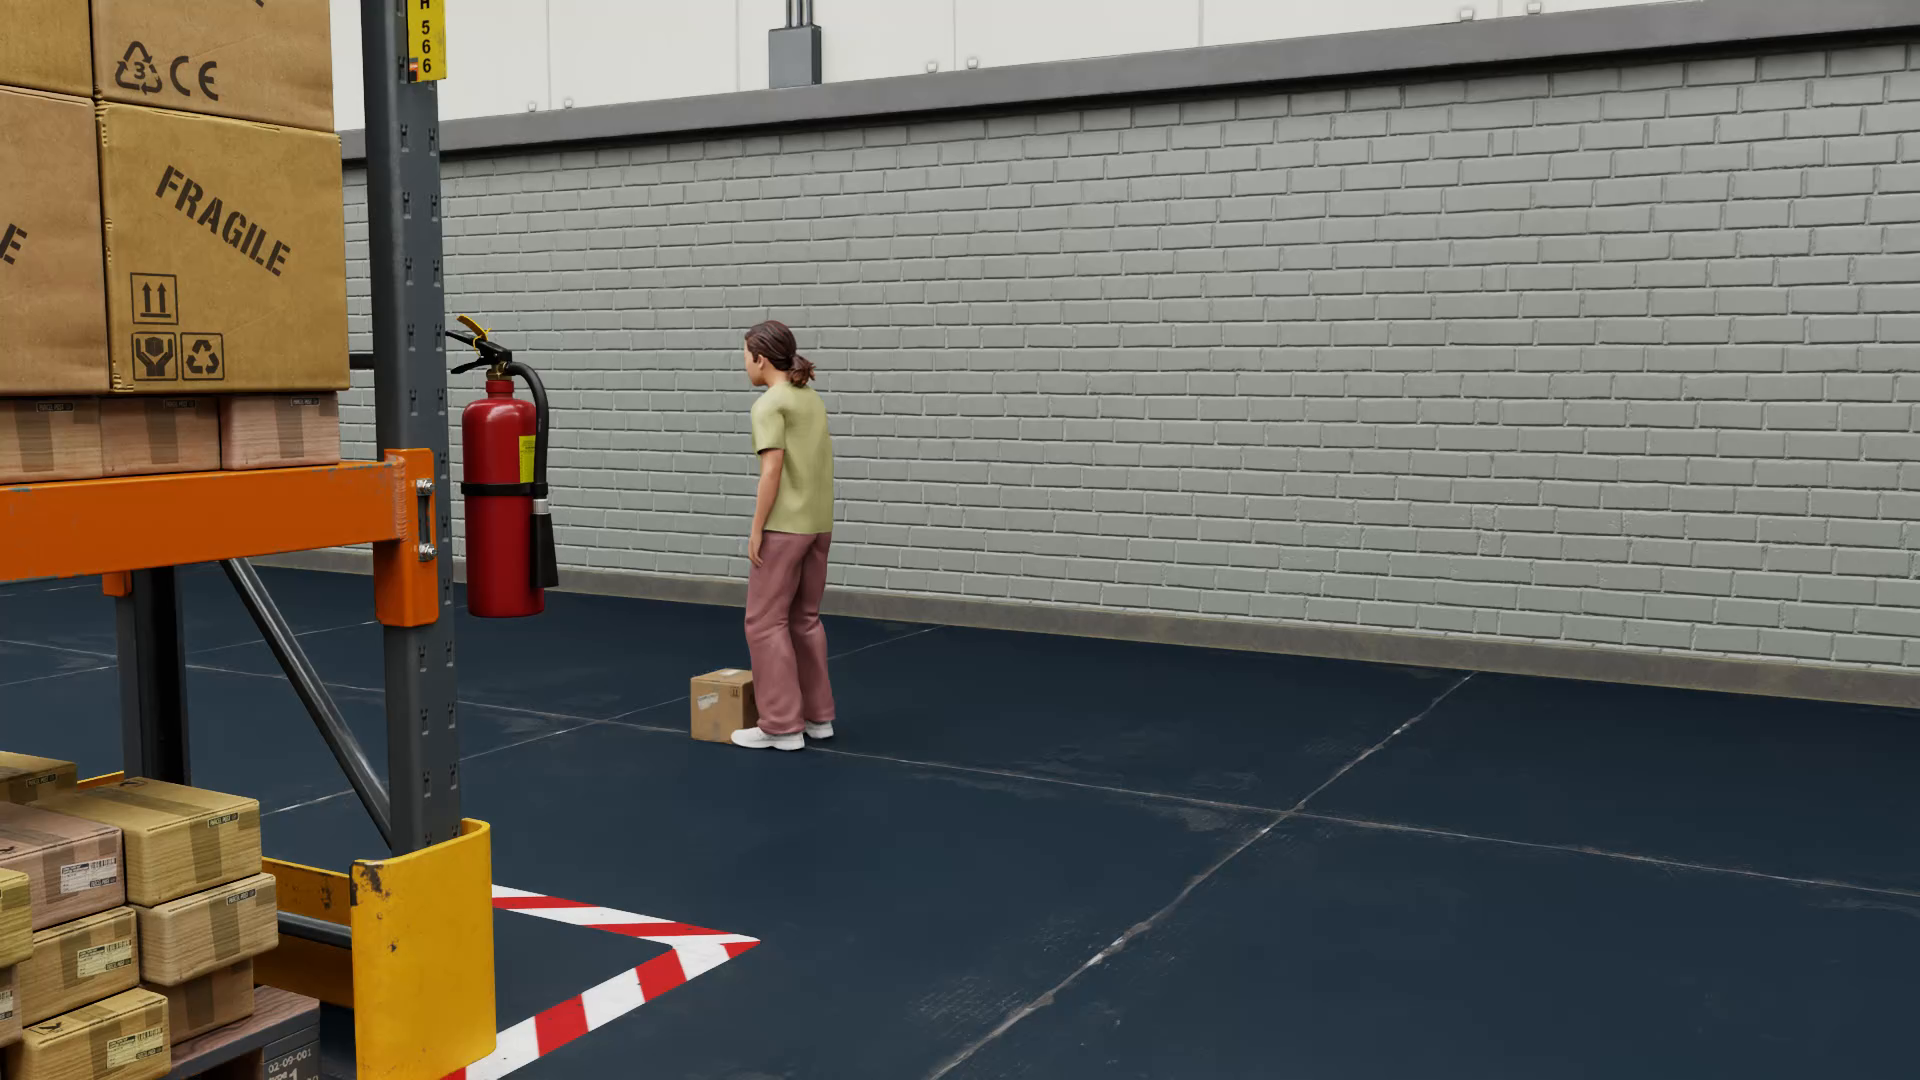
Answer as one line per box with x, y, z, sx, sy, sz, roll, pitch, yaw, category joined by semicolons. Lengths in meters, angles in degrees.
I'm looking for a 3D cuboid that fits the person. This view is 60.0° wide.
-0.688;-0.023;6.549;0.359;1.672;0.497;3;7;26;person
